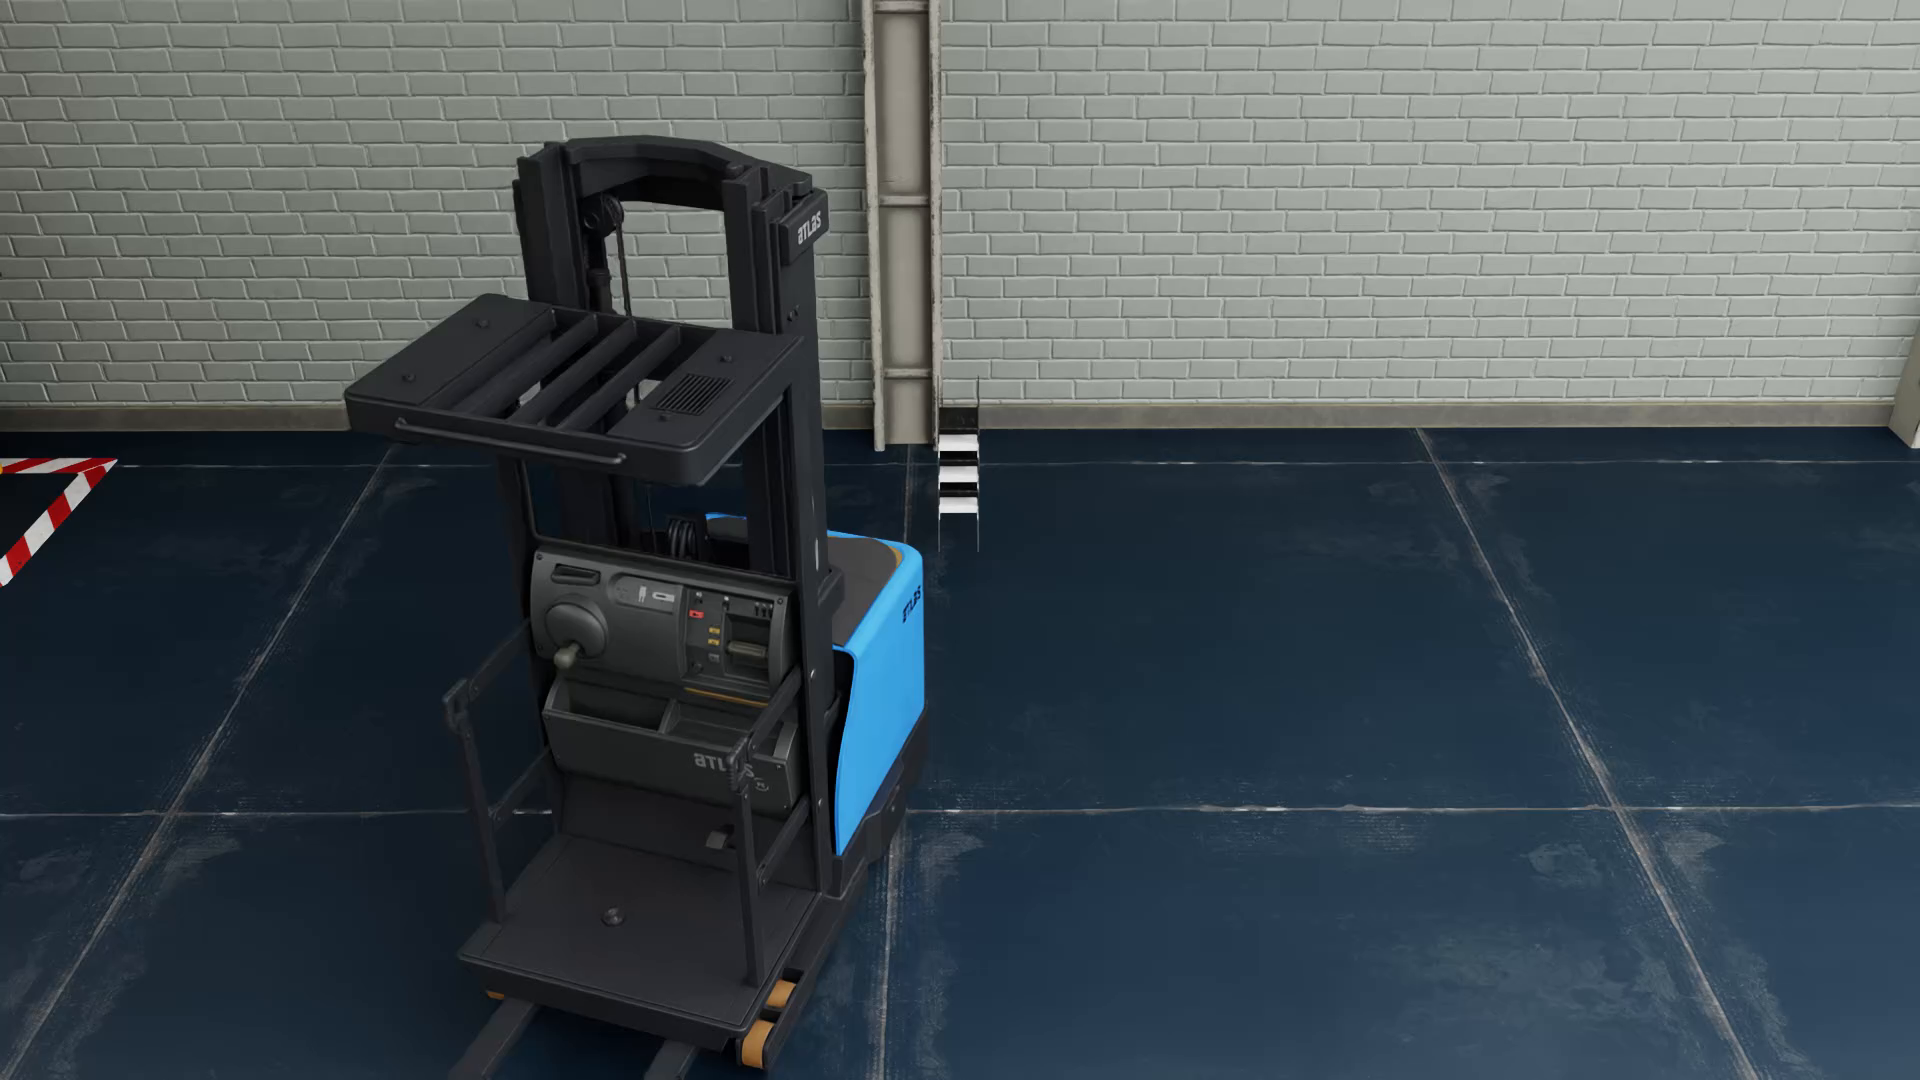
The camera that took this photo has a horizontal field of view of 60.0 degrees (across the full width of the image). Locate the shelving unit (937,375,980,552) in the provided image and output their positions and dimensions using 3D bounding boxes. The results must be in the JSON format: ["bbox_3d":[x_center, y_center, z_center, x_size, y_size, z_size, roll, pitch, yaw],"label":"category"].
[{"bbox_3d":[-0.008,-0.385,8.517,0.210,0.900,0.258,0,31,0],"label":"shelving unit"}]

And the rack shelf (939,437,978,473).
[{"bbox_3d":[-0.008,-0.433,8.487,0.200,0.077,0.258,0,31,0],"label":"rack shelf"}]

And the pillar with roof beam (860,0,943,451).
[{"bbox_3d":[-0.271,-2.209,3.715,0.400,9.000,9.100,0,31,0],"label":"pillar with roof beam"}]

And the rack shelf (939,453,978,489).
[{"bbox_3d":[-0.008,-0.356,8.534,0.200,0.077,0.258,0,31,0],"label":"rack shelf"}]

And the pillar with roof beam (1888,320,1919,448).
[{"bbox_3d":[5.729,-2.228,3.746,0.400,9.000,9.100,0,31,0],"label":"pillar with roof beam"}]

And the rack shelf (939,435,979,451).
[{"bbox_3d":[-0.008,-0.510,8.440,0.200,0.077,0.258,0,31,0],"label":"rack shelf"}]

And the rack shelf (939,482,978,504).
[{"bbox_3d":[-0.008,-0.279,8.581,0.200,0.077,0.258,0,31,0],"label":"rack shelf"}]

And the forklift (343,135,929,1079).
[{"bbox_3d":[-1.073,0.335,5.372,1.130,2.935,3.031,10,33,15],"label":"forklift"}]

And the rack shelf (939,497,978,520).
[{"bbox_3d":[-0.008,-0.202,8.627,0.200,0.077,0.258,0,31,0],"label":"rack shelf"}]

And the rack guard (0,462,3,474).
[{"bbox_3d":[-5.571,-0.324,8.803,0.348,0.500,1.175,0,31,0],"label":"rack guard"}]

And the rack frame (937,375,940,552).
[{"bbox_3d":[-0.110,-0.384,8.516,0.006,0.900,0.240,0,31,0],"label":"rack frame"}]

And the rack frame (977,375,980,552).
[{"bbox_3d":[0.094,-0.385,8.517,0.006,0.900,0.240,0,31,0],"label":"rack frame"}]

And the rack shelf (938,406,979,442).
[{"bbox_3d":[-0.008,-0.587,8.394,0.200,0.077,0.258,0,31,0],"label":"rack shelf"}]
